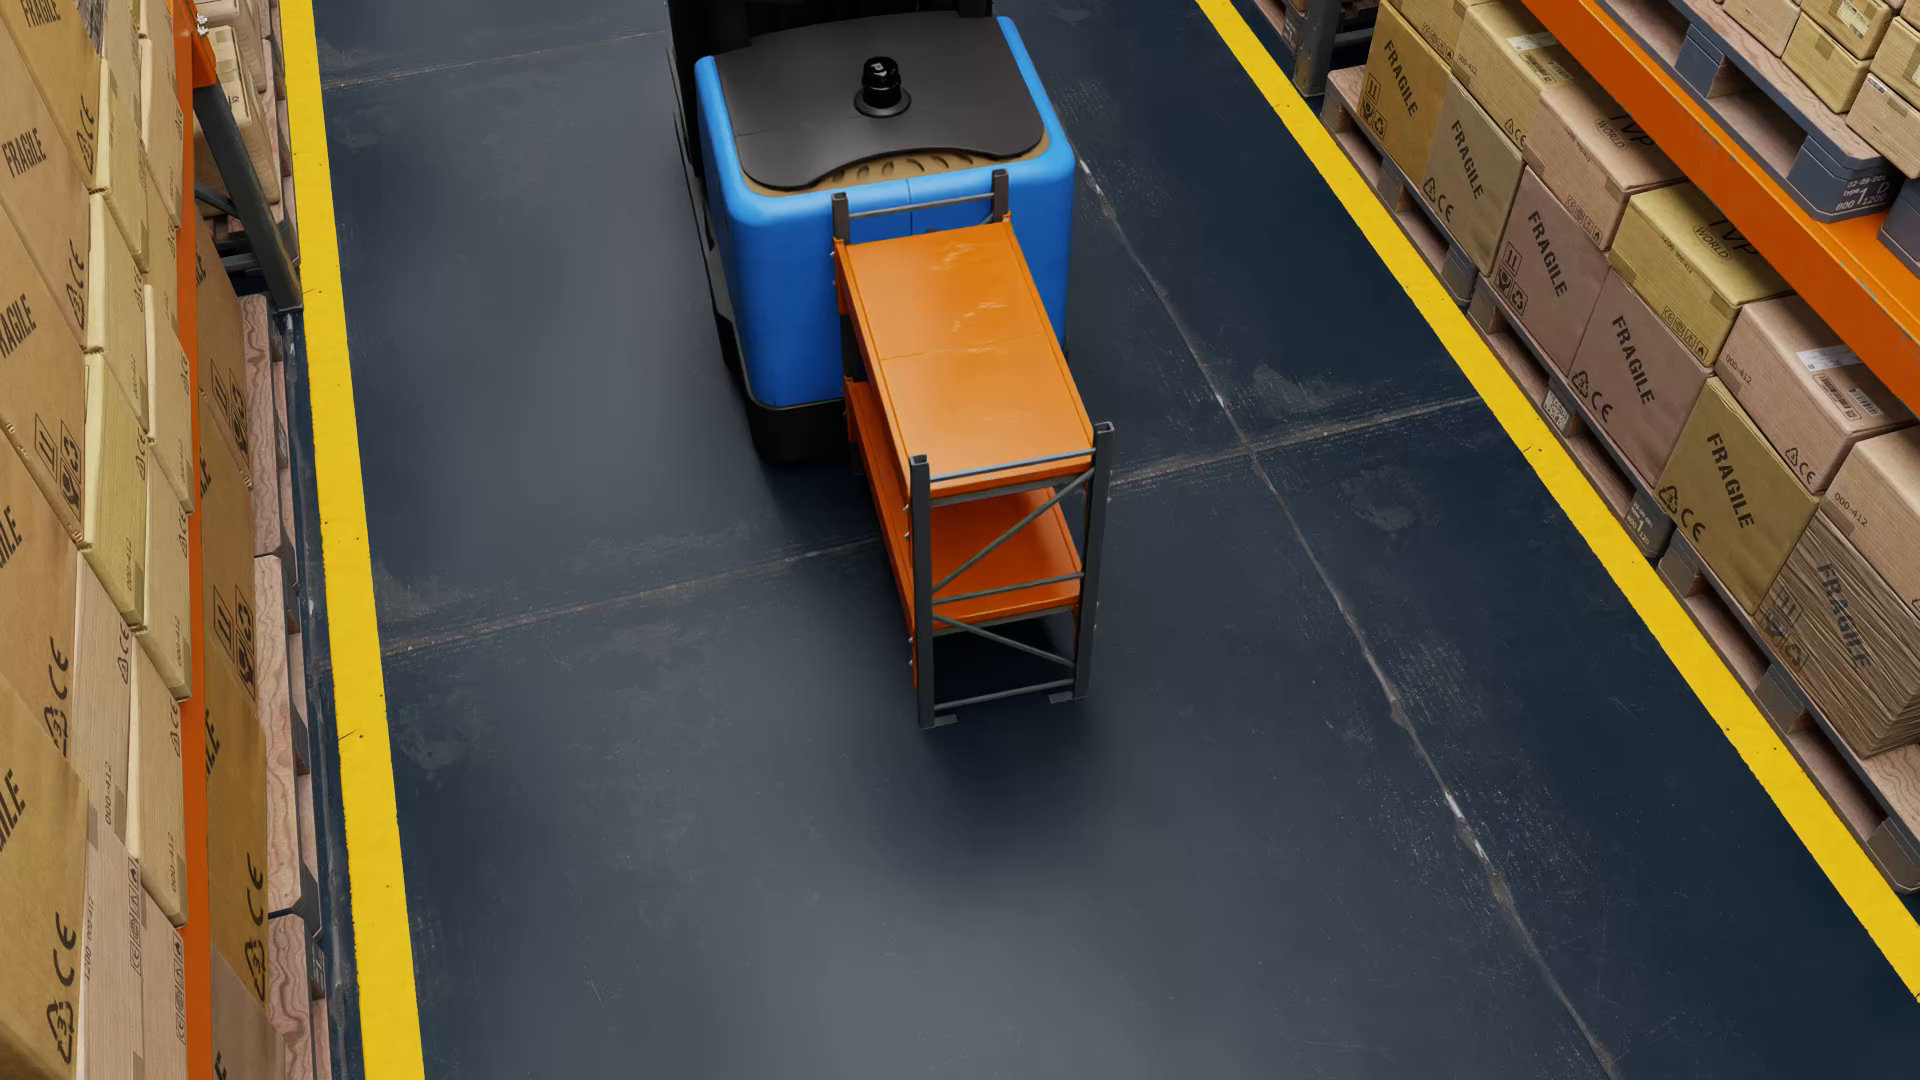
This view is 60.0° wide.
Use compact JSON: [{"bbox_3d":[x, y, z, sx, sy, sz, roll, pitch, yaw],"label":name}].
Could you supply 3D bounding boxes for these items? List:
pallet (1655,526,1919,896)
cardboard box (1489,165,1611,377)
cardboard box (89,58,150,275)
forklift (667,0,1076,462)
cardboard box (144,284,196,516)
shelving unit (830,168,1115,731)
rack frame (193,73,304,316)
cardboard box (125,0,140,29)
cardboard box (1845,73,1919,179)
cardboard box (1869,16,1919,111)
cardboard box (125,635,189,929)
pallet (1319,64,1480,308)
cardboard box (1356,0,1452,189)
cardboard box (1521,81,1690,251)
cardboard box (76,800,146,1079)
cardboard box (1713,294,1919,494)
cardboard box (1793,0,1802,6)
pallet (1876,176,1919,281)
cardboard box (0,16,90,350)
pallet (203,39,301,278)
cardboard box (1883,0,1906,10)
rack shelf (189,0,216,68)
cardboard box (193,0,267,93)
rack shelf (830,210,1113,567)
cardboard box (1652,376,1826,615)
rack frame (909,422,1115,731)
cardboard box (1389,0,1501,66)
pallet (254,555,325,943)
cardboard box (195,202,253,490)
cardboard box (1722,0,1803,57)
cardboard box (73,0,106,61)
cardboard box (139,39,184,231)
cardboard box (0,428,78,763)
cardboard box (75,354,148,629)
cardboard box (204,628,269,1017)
[{"bbox_3d":[2.810,0.339,4.826,1.003,0.211,1.213,-13,51,-11],"label":"pallet"},{"bbox_3d":[2.133,-0.928,5.431,0.500,0.500,0.500,-14,51,-12],"label":"cardboard box"},{"bbox_3d":[-2.128,-0.794,3.728,0.500,0.250,0.500,-15,51,-12],"label":"cardboard box"},{"bbox_3d":[-0.489,-2.353,5.317,1.130,2.935,3.031,-10,51,-9],"label":"forklift"},{"bbox_3d":[-1.965,-0.254,3.601,0.500,0.250,0.500,-14,51,-12],"label":"cardboard box"},{"bbox_3d":[0.008,-0.247,4.723,0.538,1.125,1.048,-10,51,-9],"label":"shelving unit"},{"bbox_3d":[-2.840,-1.720,4.738,1.000,3.000,0.127,-13,51,-11],"label":"rack frame"},{"bbox_3d":[-2.454,-1.537,4.355,0.500,0.250,0.500,-13,51,-11],"label":"cardboard box"},{"bbox_3d":[2.424,-1.049,4.062,0.380,0.149,0.250,-15,52,-13],"label":"cardboard box"},{"bbox_3d":[2.425,-1.151,3.954,0.380,0.149,0.250,-16,52,-13],"label":"cardboard box"},{"bbox_3d":[-1.689,0.491,2.972,0.500,0.250,0.500,-14,51,-12],"label":"cardboard box"},{"bbox_3d":[2.089,-1.444,6.329,1.003,0.211,1.213,-13,51,-11],"label":"pallet"},{"bbox_3d":[1.825,-1.669,6.055,0.500,0.500,0.500,-15,52,-13],"label":"cardboard box"},{"bbox_3d":[2.116,-1.192,5.162,0.500,0.250,0.500,-13,51,-11],"label":"cardboard box"},{"bbox_3d":[-1.518,0.703,2.466,0.500,0.250,0.500,-15,51,-12],"label":"cardboard box"},{"bbox_3d":[2.441,-0.429,4.519,0.500,0.250,0.500,-11,51,-9],"label":"cardboard box"},{"bbox_3d":[2.276,-1.529,4.272,0.380,0.149,0.250,-12,51,-10],"label":"cardboard box"},{"bbox_3d":[2.955,-0.521,3.853,1.003,0.211,1.213,-13,51,-11],"label":"pallet"},{"bbox_3d":[-1.994,-0.648,3.115,0.500,0.500,0.500,-14,51,-12],"label":"cardboard box"},{"bbox_3d":[-3.069,-1.393,6.286,1.003,0.211,1.213,-13,51,-11],"label":"pallet"},{"bbox_3d":[2.352,-1.439,4.002,0.380,0.149,0.250,-15,52,-13],"label":"cardboard box"},{"bbox_3d":[-3.431,-2.949,6.245,1.077,0.370,4.000,-13,51,-11],"label":"rack shelf"},{"bbox_3d":[-3.223,-1.961,6.385,0.950,0.372,0.625,-14,51,-12],"label":"cardboard box"},{"bbox_3d":[0.008,-0.436,4.499,0.538,0.278,1.000,-10,51,-9],"label":"rack shelf"},{"bbox_3d":[2.431,-0.180,4.800,0.500,0.500,0.500,-14,51,-12],"label":"cardboard box"},{"bbox_3d":[0.126,0.131,4.404,0.500,1.125,0.032,-10,51,-9],"label":"rack frame"},{"bbox_3d":[1.832,-1.926,5.782,0.500,0.250,0.500,-15,52,-13],"label":"cardboard box"},{"bbox_3d":[-2.321,0.661,4.555,1.003,0.211,1.213,-13,51,-11],"label":"pallet"},{"bbox_3d":[-2.715,-0.648,4.949,0.875,0.875,0.875,-14,51,-11],"label":"cardboard box"},{"bbox_3d":[2.268,-1.437,4.389,0.380,0.149,0.250,-15,51,-12],"label":"cardboard box"},{"bbox_3d":[-2.277,-1.384,3.735,0.500,0.500,0.500,-13,51,-10],"label":"cardboard box"},{"bbox_3d":[-2.276,-0.992,4.222,0.500,0.250,0.500,-12,51,-10],"label":"cardboard box"},{"bbox_3d":[-1.689,0.095,2.489,0.500,0.500,0.500,-14,51,-11],"label":"cardboard box"},{"bbox_3d":[-1.822,-0.046,3.098,0.500,0.250,0.500,-13,51,-11],"label":"cardboard box"},{"bbox_3d":[-2.191,0.658,3.849,0.875,0.875,0.875,-12,51,-10],"label":"cardboard box"}]
